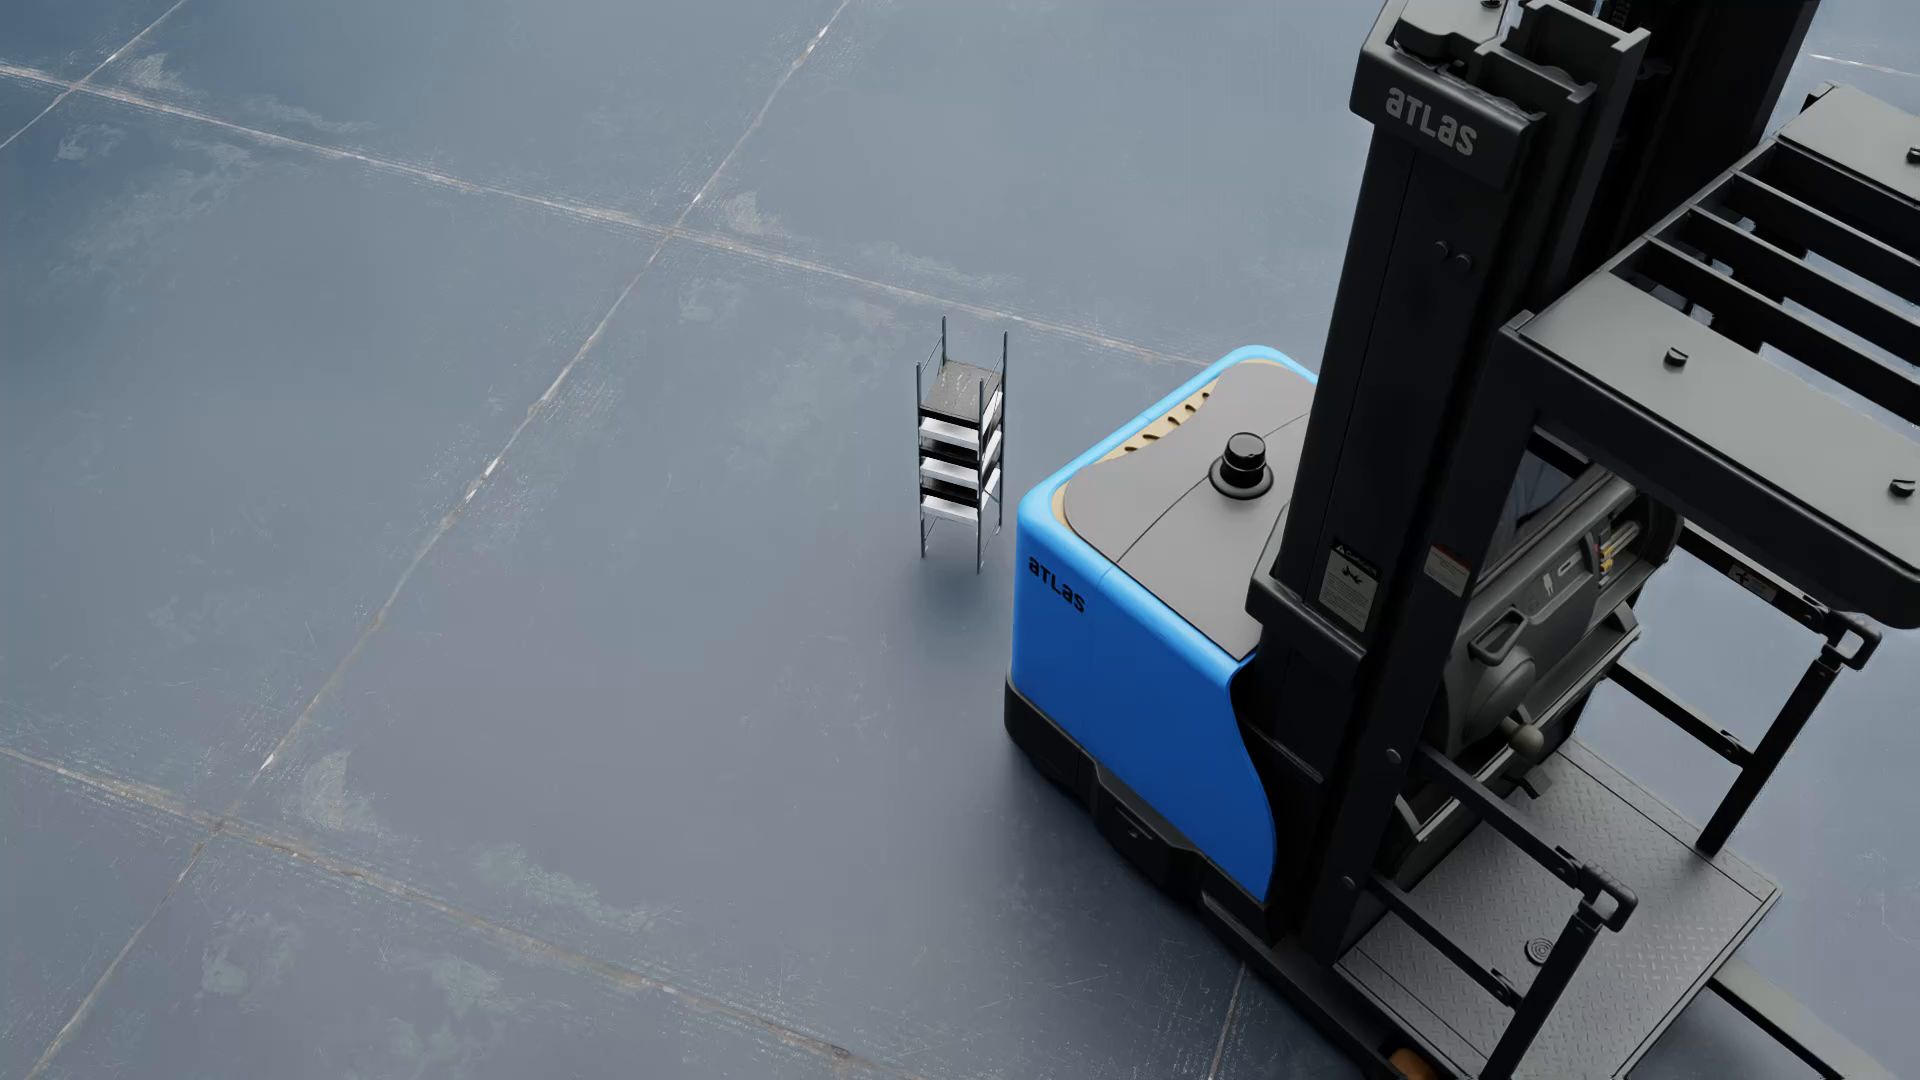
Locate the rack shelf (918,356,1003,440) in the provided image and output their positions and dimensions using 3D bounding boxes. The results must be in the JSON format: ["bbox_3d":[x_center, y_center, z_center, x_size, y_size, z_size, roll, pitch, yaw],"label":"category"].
[{"bbox_3d":[0.008,-0.448,5.229,0.200,0.077,0.258,16,51,13],"label":"rack shelf"}]

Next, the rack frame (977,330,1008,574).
[{"bbox_3d":[0.103,-0.266,5.385,0.006,0.900,0.240,16,51,13],"label":"rack frame"}]

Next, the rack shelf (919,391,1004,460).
[{"bbox_3d":[0.008,-0.389,5.297,0.200,0.077,0.258,16,51,13],"label":"rack shelf"}]

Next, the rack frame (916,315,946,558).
[{"bbox_3d":[-0.088,-0.319,5.431,0.006,0.900,0.240,16,51,13],"label":"rack frame"}]

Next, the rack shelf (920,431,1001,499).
[{"bbox_3d":[0.008,-0.271,5.433,0.200,0.077,0.258,16,51,13],"label":"rack shelf"}]

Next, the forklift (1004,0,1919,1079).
[{"bbox_3d":[1.500,0.219,3.621,1.130,2.935,3.031,-35,57,-26],"label":"forklift"}]

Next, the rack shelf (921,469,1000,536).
[{"bbox_3d":[0.008,-0.153,5.569,0.200,0.077,0.258,16,51,13],"label":"rack shelf"}]

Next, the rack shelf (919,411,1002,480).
[{"bbox_3d":[0.008,-0.330,5.365,0.200,0.077,0.258,16,51,13],"label":"rack shelf"}]

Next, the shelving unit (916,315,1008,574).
[{"bbox_3d":[0.008,-0.293,5.408,0.210,0.900,0.258,16,51,13],"label":"shelving unit"}]

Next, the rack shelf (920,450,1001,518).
[{"bbox_3d":[0.008,-0.212,5.501,0.200,0.077,0.258,16,51,13],"label":"rack shelf"}]
